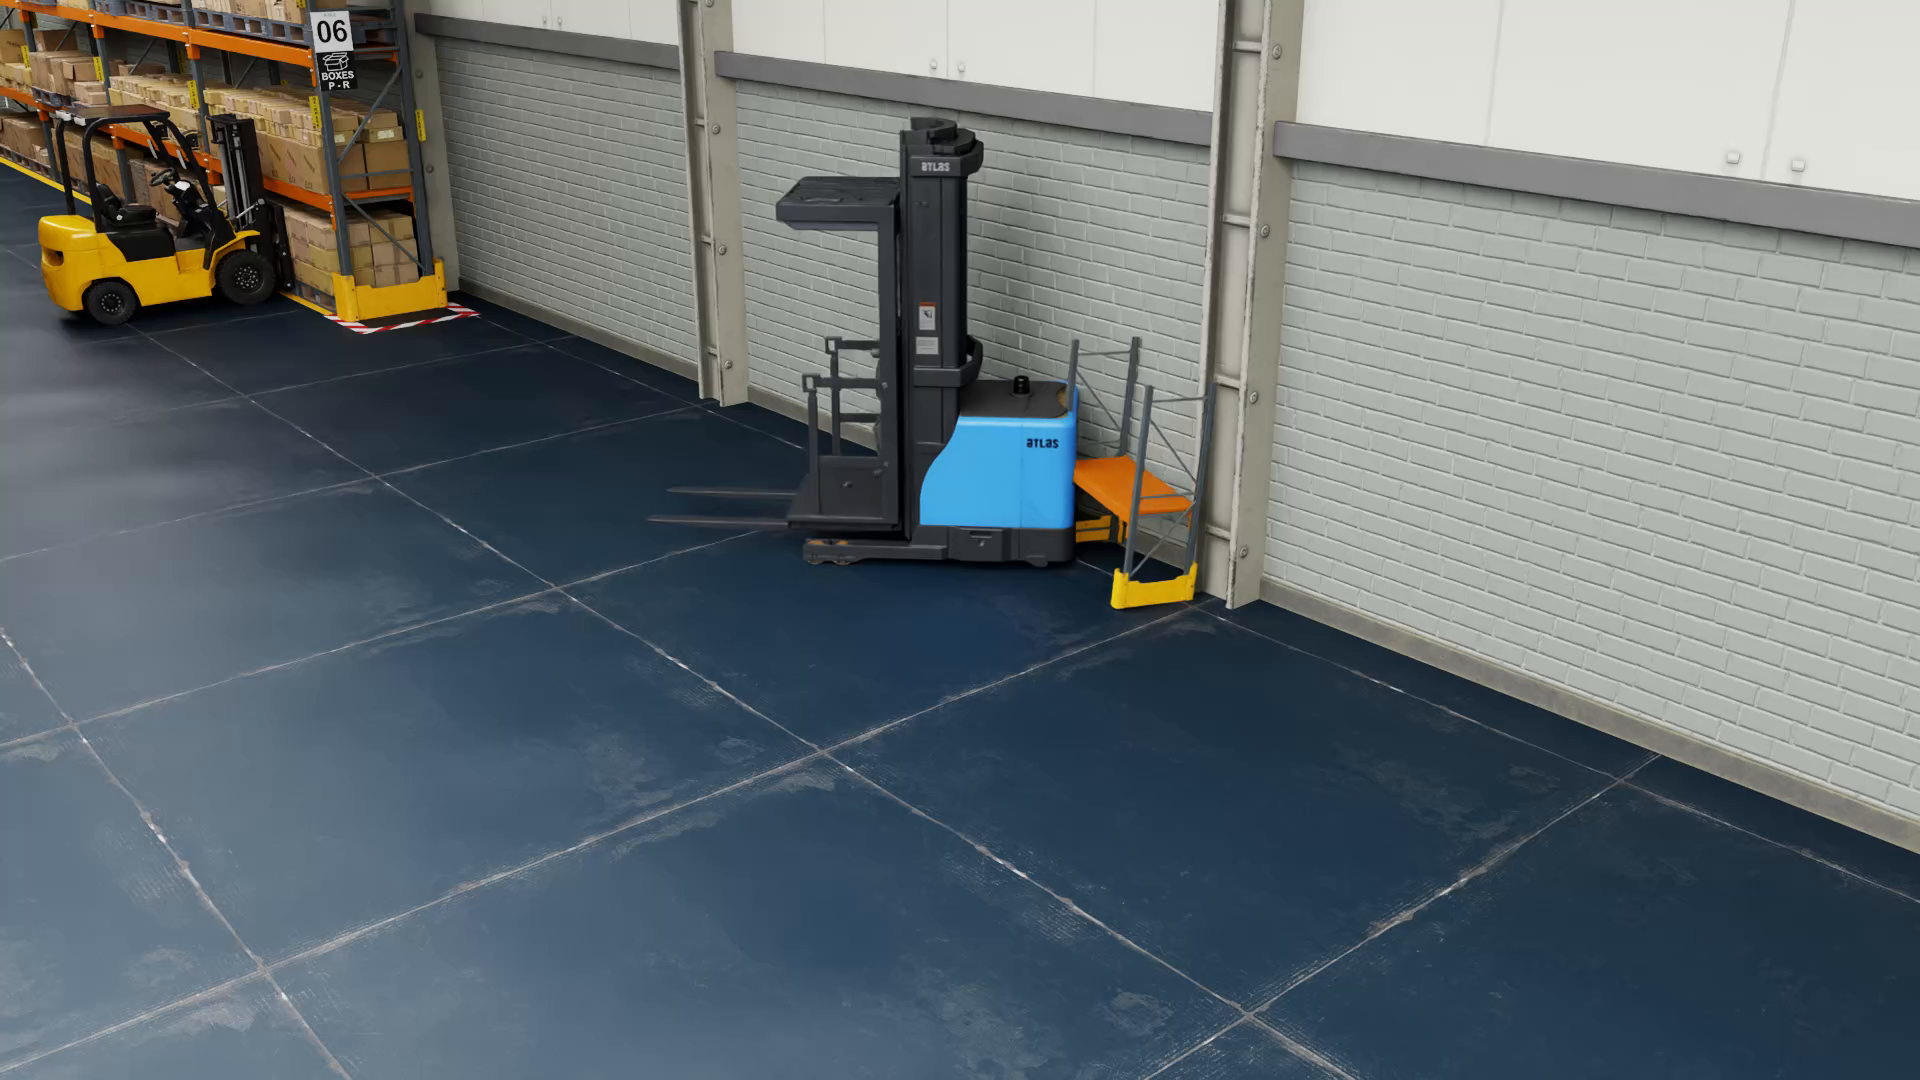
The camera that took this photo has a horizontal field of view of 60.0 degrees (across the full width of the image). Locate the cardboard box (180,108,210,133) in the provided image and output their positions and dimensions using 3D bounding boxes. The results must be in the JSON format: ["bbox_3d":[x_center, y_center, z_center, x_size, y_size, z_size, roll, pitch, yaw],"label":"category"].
[{"bbox_3d":[-9.430,-5.286,20.888,0.500,0.250,0.500,-18,28,-39],"label":"cardboard box"}]

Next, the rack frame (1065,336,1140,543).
[{"bbox_3d":[0.927,-0.664,11.454,0.500,1.500,0.032,-5,25,-23],"label":"rack frame"}]

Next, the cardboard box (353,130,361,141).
[{"bbox_3d":[-6.539,-4.500,18.335,0.380,0.149,0.250,-17,27,-37],"label":"cardboard box"}]

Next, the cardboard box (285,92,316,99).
[{"bbox_3d":[-7.798,-5.240,19.814,0.380,0.149,0.250,-18,28,-38],"label":"cardboard box"}]

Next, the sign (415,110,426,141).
[{"bbox_3d":[-5.881,-4.514,18.100,0.100,0.325,0.005,-17,27,-37],"label":"sign"}]

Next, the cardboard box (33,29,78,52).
[{"bbox_3d":[-14.908,-8.151,27.452,0.500,0.500,0.500,-18,28,-39],"label":"cardboard box"}]

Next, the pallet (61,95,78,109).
[{"bbox_3d":[-12.800,-6.600,24.986,1.003,0.211,1.213,-17,27,-37],"label":"pallet"}]

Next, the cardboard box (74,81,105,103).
[{"bbox_3d":[-12.461,-6.494,24.080,0.500,0.250,0.500,-19,28,-40],"label":"cardboard box"}]

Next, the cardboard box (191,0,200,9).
[{"bbox_3d":[-8.853,-6.374,19.663,0.380,0.149,0.250,-17,27,-36],"label":"cardboard box"}]

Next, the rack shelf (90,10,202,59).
[{"bbox_3d":[-10.221,-6.663,21.756,1.077,0.370,4.000,-17,27,-37],"label":"rack shelf"}]

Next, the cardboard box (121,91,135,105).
[{"bbox_3d":[-11.096,-5.997,22.703,0.500,0.250,0.500,-16,27,-36],"label":"cardboard box"}]

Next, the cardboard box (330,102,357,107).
[{"bbox_3d":[-7.032,-4.863,18.852,0.380,0.149,0.250,-16,27,-36],"label":"cardboard box"}]

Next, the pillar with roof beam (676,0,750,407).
[{"bbox_3d":[-5.421,-4.461,11.035,9.100,9.000,0.400,-17,27,-37],"label":"pillar with roof beam"}]

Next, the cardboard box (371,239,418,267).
[{"bbox_3d":[-6.454,-3.271,18.731,0.500,0.250,0.500,-17,27,-36],"label":"cardboard box"}]

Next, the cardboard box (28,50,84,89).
[{"bbox_3d":[-13.992,-7.314,25.832,0.700,0.500,0.500,-17,27,-36],"label":"cardboard box"}]

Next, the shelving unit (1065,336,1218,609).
[{"bbox_3d":[1.121,-0.475,11.035,0.587,1.500,1.083,-5,25,-23],"label":"shelving unit"}]

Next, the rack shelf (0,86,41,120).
[{"bbox_3d":[-15.443,-7.476,27.946,1.077,0.370,4.000,-17,27,-37],"label":"rack shelf"}]

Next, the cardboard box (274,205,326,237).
[{"bbox_3d":[-7.516,-3.654,19.023,0.500,0.250,0.500,-17,27,-37],"label":"cardboard box"}]

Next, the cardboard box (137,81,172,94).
[{"bbox_3d":[-10.813,-6.074,22.353,0.380,0.149,0.250,-17,27,-37],"label":"cardboard box"}]

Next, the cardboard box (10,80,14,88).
[{"bbox_3d":[-15.531,-7.600,27.620,0.380,0.149,0.250,-18,27,-38],"label":"cardboard box"}]

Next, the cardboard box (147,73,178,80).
[{"bbox_3d":[-11.161,-6.461,23.339,0.380,0.149,0.250,-16,27,-36],"label":"cardboard box"}]

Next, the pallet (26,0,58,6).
[{"bbox_3d":[-13.086,-8.085,24.659,1.213,0.211,1.003,-17,27,-37],"label":"pallet"}]

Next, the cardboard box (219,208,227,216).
[{"bbox_3d":[-8.834,-3.989,20.565,0.500,0.250,0.500,-18,27,-38],"label":"cardboard box"}]

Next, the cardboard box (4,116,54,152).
[{"bbox_3d":[-15.893,-6.959,28.489,0.700,0.500,0.500,-16,27,-35],"label":"cardboard box"}]

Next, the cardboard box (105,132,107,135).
[{"bbox_3d":[-13.151,-6.358,26.067,0.380,0.149,0.250,-19,28,-40],"label":"cardboard box"}]

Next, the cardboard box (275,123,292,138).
[{"bbox_3d":[-7.419,-4.605,18.601,0.380,0.149,0.250,-19,28,-39],"label":"cardboard box"}]

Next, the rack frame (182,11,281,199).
[{"bbox_3d":[-8.916,-5.049,20.761,1.000,3.000,0.127,-17,27,-37],"label":"rack frame"}]

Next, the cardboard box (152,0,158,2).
[{"bbox_3d":[-9.864,-6.802,20.756,0.380,0.149,0.250,-18,27,-38],"label":"cardboard box"}]

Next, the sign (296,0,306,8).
[{"bbox_3d":[-6.725,-5.590,16.925,0.100,0.325,0.005,-17,27,-37],"label":"sign"}]

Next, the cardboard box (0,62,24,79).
[{"bbox_3d":[-15.644,-7.828,27.656,0.500,0.250,0.500,-18,28,-39],"label":"cardboard box"}]

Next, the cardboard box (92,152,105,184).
[{"bbox_3d":[-12.628,-5.536,24.856,0.500,0.500,0.500,-16,27,-35],"label":"cardboard box"}]

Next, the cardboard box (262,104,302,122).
[{"bbox_3d":[-7.607,-4.808,18.712,0.380,0.149,0.250,-17,27,-36],"label":"cardboard box"}]

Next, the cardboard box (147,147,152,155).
[{"bbox_3d":[-11.784,-5.785,24.604,0.380,0.149,0.250,-16,27,-36],"label":"cardboard box"}]

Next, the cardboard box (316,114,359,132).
[{"bbox_3d":[-6.698,-4.479,17.873,0.380,0.149,0.250,-17,27,-37],"label":"cardboard box"}]

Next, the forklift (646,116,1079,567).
[{"bbox_3d":[-0.686,-1.379,11.486,3.031,2.935,1.130,2,21,4],"label":"forklift"}]

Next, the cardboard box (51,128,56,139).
[{"bbox_3d":[-14.105,-6.430,26.250,0.380,0.149,0.250,-16,26,-35],"label":"cardboard box"}]

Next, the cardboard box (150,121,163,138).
[{"bbox_3d":[-10.419,-5.479,22.064,0.500,0.250,0.500,-16,27,-36],"label":"cardboard box"}]

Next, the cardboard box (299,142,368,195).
[{"bbox_3d":[-6.825,-4.063,18.108,0.500,0.500,0.500,-18,28,-39],"label":"cardboard box"}]

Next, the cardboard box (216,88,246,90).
[{"bbox_3d":[-9.463,-5.767,21.568,0.380,0.149,0.250,-18,28,-38],"label":"cardboard box"}]

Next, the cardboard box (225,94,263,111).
[{"bbox_3d":[-8.430,-5.162,19.617,0.380,0.149,0.250,-17,27,-36],"label":"cardboard box"}]

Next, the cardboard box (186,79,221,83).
[{"bbox_3d":[-10.232,-6.138,22.515,0.380,0.149,0.250,-18,28,-38],"label":"cardboard box"}]

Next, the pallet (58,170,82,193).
[{"bbox_3d":[-13.578,-5.745,26.362,1.003,0.211,1.213,-17,27,-37],"label":"pallet"}]

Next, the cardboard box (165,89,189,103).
[{"bbox_3d":[-10.005,-5.714,21.434,0.380,0.149,0.250,-18,28,-39],"label":"cardboard box"}]

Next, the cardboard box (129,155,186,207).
[{"bbox_3d":[-11.130,-5.068,23.490,0.875,0.625,0.625,-16,27,-36],"label":"cardboard box"}]

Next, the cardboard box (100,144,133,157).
[{"bbox_3d":[-12.381,-5.715,24.424,0.380,0.149,0.250,-19,28,-39],"label":"cardboard box"}]

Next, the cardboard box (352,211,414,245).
[{"bbox_3d":[-6.475,-3.502,18.636,0.500,0.250,0.500,-18,28,-38],"label":"cardboard box"}]

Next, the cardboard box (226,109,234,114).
[{"bbox_3d":[-8.441,-5.024,19.672,0.380,0.149,0.250,-17,27,-36],"label":"cardboard box"}]

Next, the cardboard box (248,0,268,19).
[{"bbox_3d":[-7.371,-6.000,18.226,0.700,0.500,0.500,-17,27,-37],"label":"cardboard box"}]

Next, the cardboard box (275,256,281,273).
[{"bbox_3d":[-7.844,-3.331,19.571,0.500,0.250,0.500,-16,27,-36],"label":"cardboard box"}]

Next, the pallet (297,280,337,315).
[{"bbox_3d":[-6.836,-2.846,18.962,1.003,0.211,1.213,-17,27,-37],"label":"pallet"}]

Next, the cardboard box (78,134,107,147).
[{"bbox_3d":[-13.206,-6.084,25.367,0.380,0.149,0.250,-16,27,-36],"label":"cardboard box"}]
